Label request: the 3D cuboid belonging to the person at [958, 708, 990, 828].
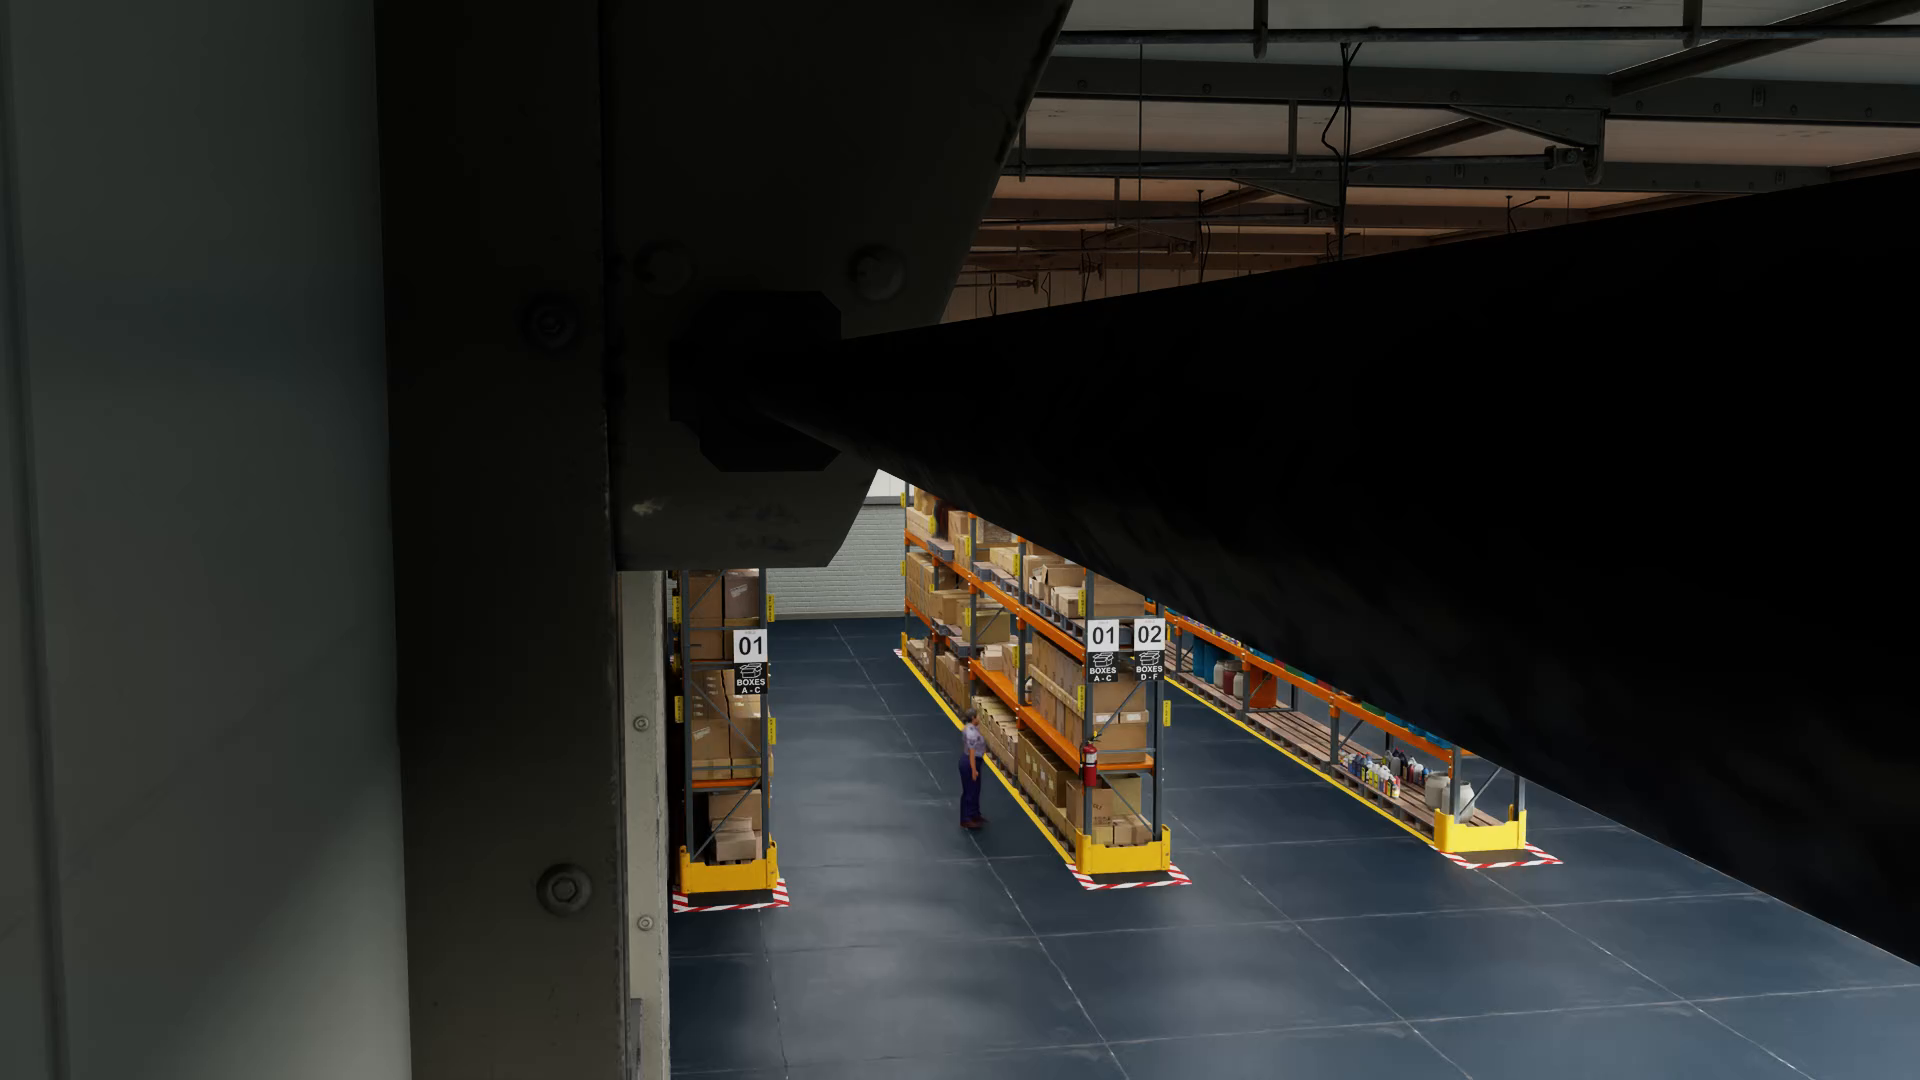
[{"bbox_3d":[0.205,3.159,22.969,0.457,1.668,0.540,0,6,-4],"label":"person"}]
